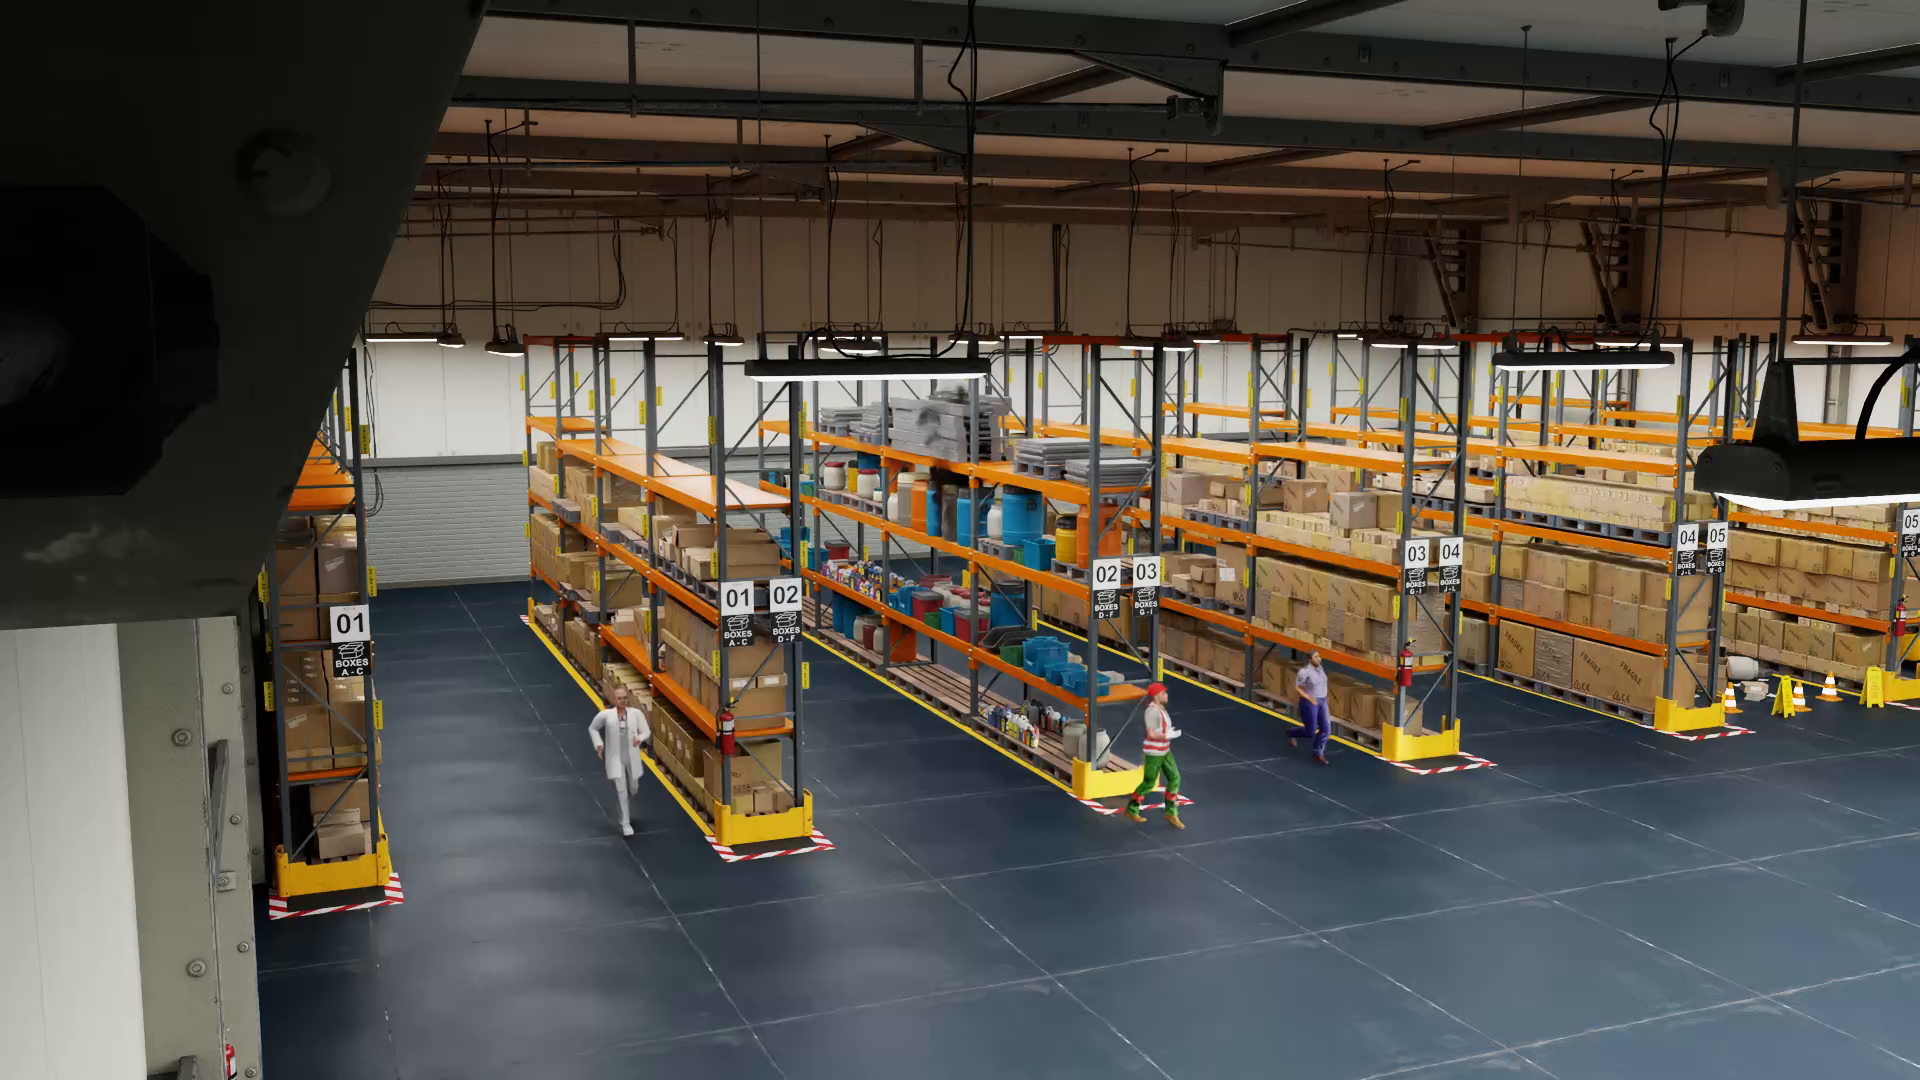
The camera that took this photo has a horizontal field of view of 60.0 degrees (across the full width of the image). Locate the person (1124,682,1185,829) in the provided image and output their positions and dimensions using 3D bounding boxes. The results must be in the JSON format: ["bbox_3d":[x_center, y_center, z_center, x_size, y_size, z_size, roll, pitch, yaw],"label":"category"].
[{"bbox_3d":[2.455,2.687,20.756,0.749,1.835,0.667,3,8,23],"label":"person"}]

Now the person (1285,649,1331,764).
[{"bbox_3d":[5.061,2.370,23.958,0.609,1.622,0.731,-5,9,-34],"label":"person"}]

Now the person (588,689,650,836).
[{"bbox_3d":[-4.198,2.708,20.621,0.724,1.760,1.021,-4,8,-25],"label":"person"}]
